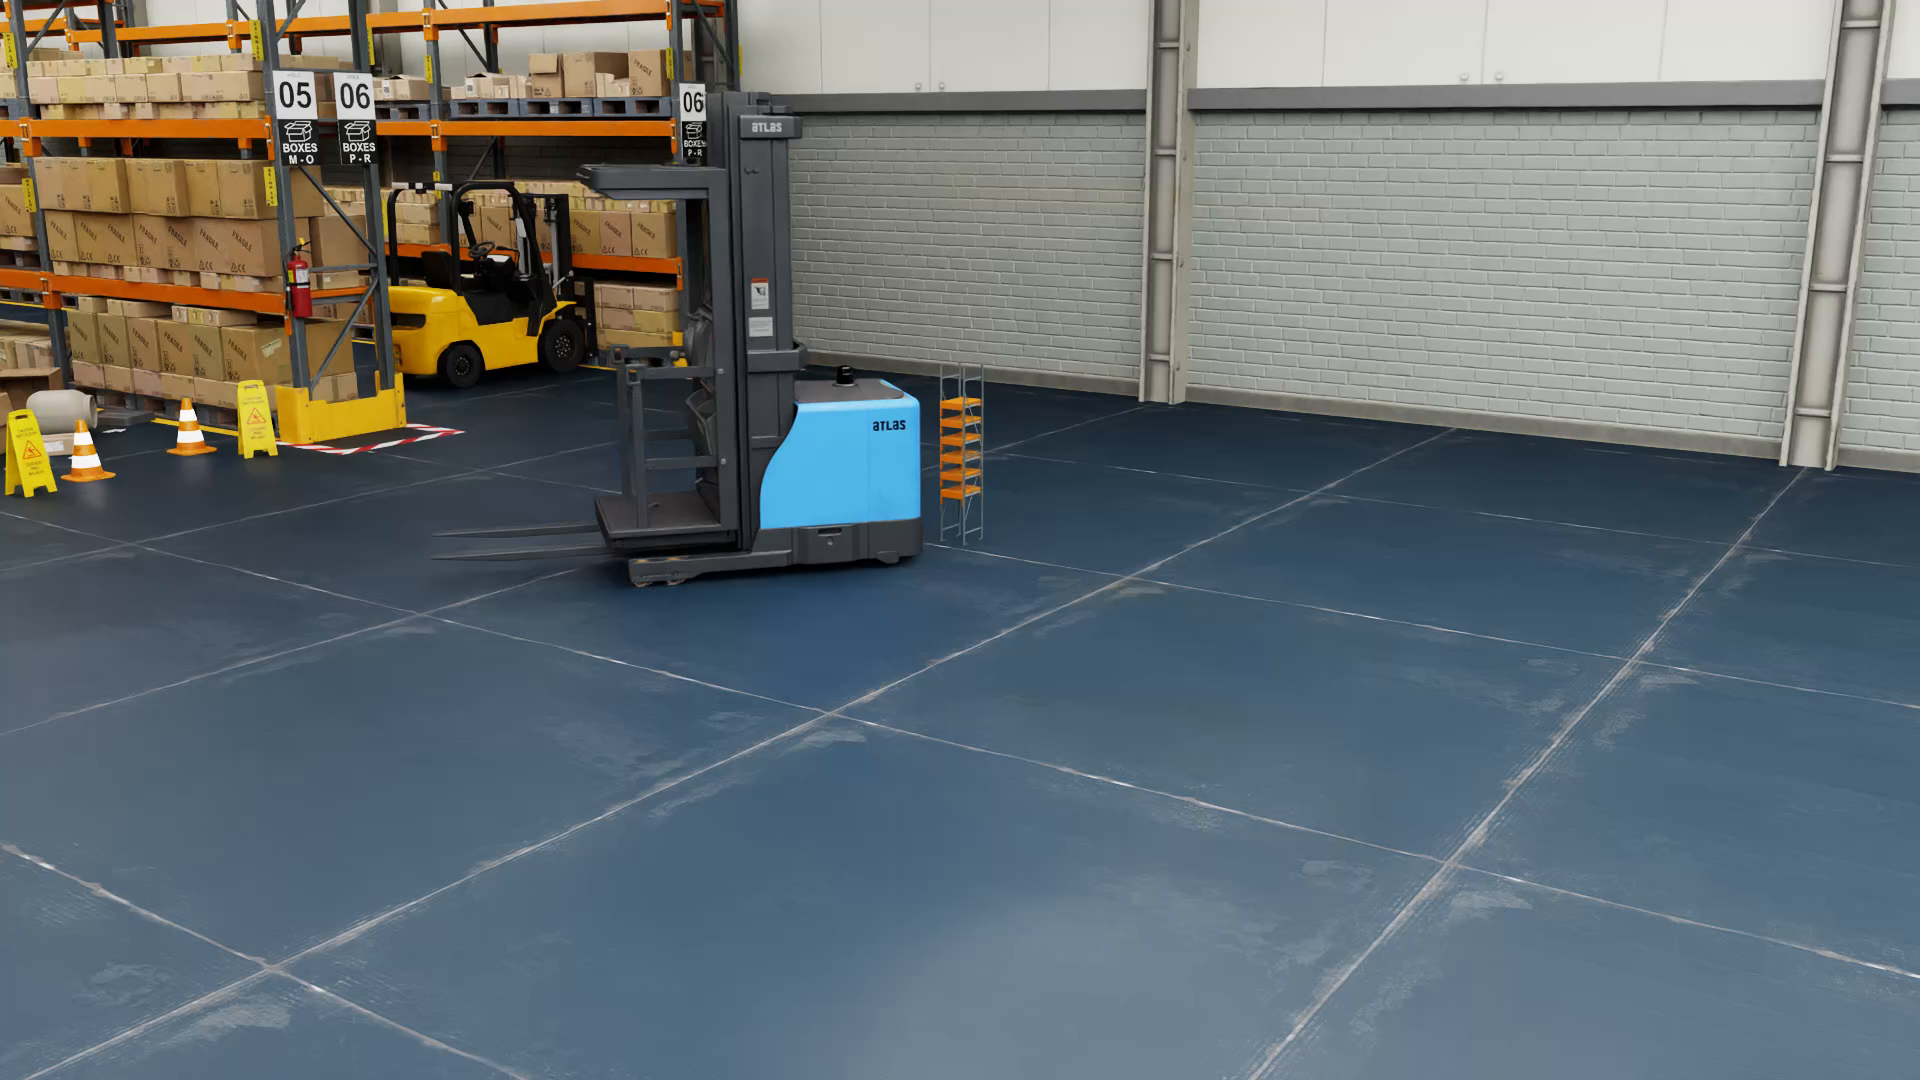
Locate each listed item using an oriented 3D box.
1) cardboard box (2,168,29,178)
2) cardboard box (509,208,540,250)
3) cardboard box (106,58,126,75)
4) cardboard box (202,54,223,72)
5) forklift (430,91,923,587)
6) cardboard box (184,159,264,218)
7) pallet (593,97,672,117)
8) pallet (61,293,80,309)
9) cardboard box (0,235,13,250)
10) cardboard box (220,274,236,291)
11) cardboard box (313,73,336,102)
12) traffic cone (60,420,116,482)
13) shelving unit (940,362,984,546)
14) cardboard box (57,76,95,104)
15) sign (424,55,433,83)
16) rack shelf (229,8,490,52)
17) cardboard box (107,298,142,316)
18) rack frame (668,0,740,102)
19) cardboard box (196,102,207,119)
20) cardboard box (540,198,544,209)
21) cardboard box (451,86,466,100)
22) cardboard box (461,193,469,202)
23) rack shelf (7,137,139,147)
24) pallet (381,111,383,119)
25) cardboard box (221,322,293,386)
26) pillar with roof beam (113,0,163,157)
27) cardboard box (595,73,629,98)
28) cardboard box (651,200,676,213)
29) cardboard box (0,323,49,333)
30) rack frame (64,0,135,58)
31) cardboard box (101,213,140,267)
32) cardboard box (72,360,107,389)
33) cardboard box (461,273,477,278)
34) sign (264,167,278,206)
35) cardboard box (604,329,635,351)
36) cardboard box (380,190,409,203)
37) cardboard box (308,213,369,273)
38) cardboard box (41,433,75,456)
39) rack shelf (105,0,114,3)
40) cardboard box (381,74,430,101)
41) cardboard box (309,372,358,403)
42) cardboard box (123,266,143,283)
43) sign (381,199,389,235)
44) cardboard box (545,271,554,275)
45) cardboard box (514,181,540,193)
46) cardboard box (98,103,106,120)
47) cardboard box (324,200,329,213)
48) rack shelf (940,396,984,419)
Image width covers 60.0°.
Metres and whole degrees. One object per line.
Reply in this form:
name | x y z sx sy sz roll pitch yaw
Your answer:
cardboard box | -10.060 -3.934 17.920 0.250 0.149 0.380 10 17 36
cardboard box | -5.057 -3.756 20.046 0.500 0.500 0.500 9 17 32
cardboard box | -7.718 -4.413 15.530 0.250 0.149 0.380 9 16 32
cardboard box | -6.449 -4.207 14.698 0.250 0.149 0.380 9 16 32
forklift | -1.815 -1.277 10.382 3.031 2.935 1.130 -4 14 -16
cardboard box | -6.551 -3.199 15.098 0.500 0.500 0.700 9 17 33
pallet | -3.394 -4.930 18.939 1.213 0.211 1.003 9 17 33
pallet | -13.349 -3.765 26.093 1.213 0.211 1.003 9 17 33
cardboard box | -9.698 -3.098 17.245 0.250 0.149 0.380 9 16 31
cardboard box | -6.492 -2.363 15.149 0.250 0.149 0.380 9 16 32
cardboard box | -5.858 -4.075 14.993 0.500 0.250 0.500 9 16 32
traffic cone | -7.003 -0.729 13.305 0.334 0.463 0.336 9 17 33
shelving unit | 0.012 -0.580 11.171 0.189 1.200 0.258 9 17 33
cardboard box | -8.263 -4.310 15.942 0.500 0.250 0.500 9 17 32
sign | -6.436 -5.704 20.149 0.005 0.325 0.100 9 17 33
rack shelf | -7.801 -6.590 21.549 4.000 0.370 1.077 9 17 33
cardboard box | -8.072 -2.281 16.233 0.250 0.149 0.380 10 17 35
rack frame | -2.822 -6.329 18.164 0.127 3.000 1.000 9 17 33
cardboard box | -6.641 -3.870 14.993 0.250 0.149 0.380 9 17 33
cardboard box | -4.752 -4.010 19.723 0.250 0.149 0.380 9 16 32
cardboard box | -5.938 -5.419 20.171 0.250 0.149 0.380 10 17 34
cardboard box | -6.024 -4.222 20.577 0.250 0.149 0.380 9 16 32
rack shelf | -14.439 -6.401 26.195 4.000 0.370 1.077 9 17 33
pallet | -7.918 -5.632 21.982 1.213 0.211 1.003 10 17 35
cardboard box | -6.400 -1.715 15.298 0.500 0.500 0.500 9 17 33
pillar with roof beam | -15.257 -7.353 22.300 0.400 9.000 9.100 9 17 33
cardboard box | -3.890 -5.145 18.819 0.258 0.266 0.396 9 17 33
cardboard box | -3.266 -3.771 18.757 0.250 0.149 0.380 9 17 34
cardboard box | -10.521 -2.150 18.361 0.625 0.372 0.950 10 17 35
rack frame | -12.779 -7.938 24.665 0.127 3.000 1.000 9 17 33
cardboard box | -7.860 -2.909 16.005 0.500 0.500 0.500 9 17 32
cardboard box | -8.570 -1.699 16.794 0.500 0.250 0.500 8 16 30
cardboard box | -5.915 -3.181 20.696 0.500 0.250 0.500 9 16 32
sign | -5.916 -3.034 14.271 0.005 0.325 0.100 9 17 33
cardboard box | -3.796 -2.355 19.441 0.500 0.250 0.500 9 17 33
cardboard box | -7.239 -4.402 21.304 0.250 0.149 0.380 9 16 31
cardboard box | -5.828 -2.739 15.317 0.500 0.500 0.500 9 16 32
cardboard box | -7.804 -0.816 14.310 0.380 0.149 0.250 -7 15 -25
rack shelf | -7.249 -5.256 15.334 4.000 0.370 1.077 9 17 33
cardboard box | -6.878 -5.667 20.835 0.500 0.311 0.500 9 16 31
cardboard box | -6.104 -1.459 15.824 0.500 0.250 0.500 9 17 32
cardboard box | -7.770 -2.562 15.952 0.250 0.149 0.380 9 17 33
sign | -5.287 -2.955 15.217 0.005 0.325 0.100 9 17 33
cardboard box | -5.196 -3.216 20.838 0.500 0.250 0.500 9 16 32
cardboard box | -5.172 -4.225 19.973 0.250 0.149 0.380 9 16 32
cardboard box | -7.932 -4.070 15.801 0.250 0.149 0.380 9 16 31
cardboard box | -8.389 -4.410 22.169 0.500 0.250 0.500 9 16 31
rack shelf | 0.012 -0.887 11.095 0.180 0.103 0.258 9 17 33
